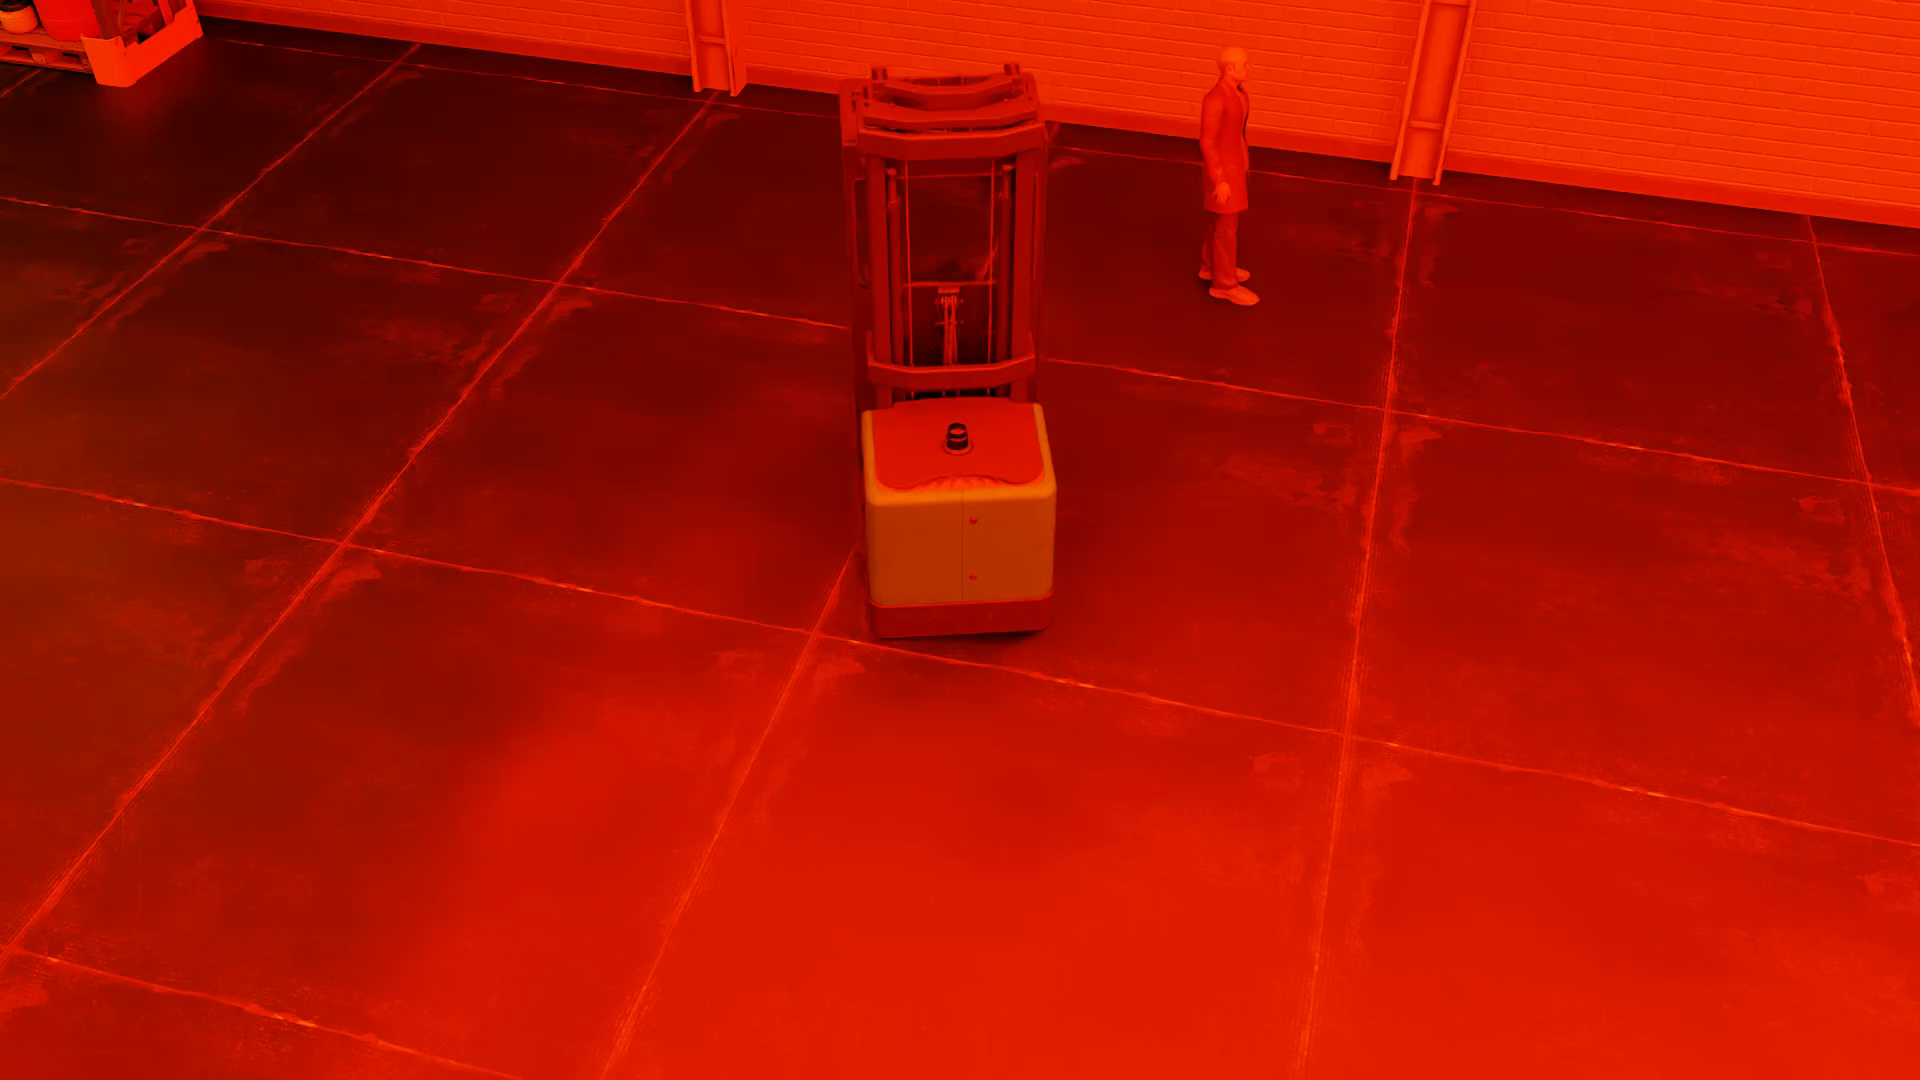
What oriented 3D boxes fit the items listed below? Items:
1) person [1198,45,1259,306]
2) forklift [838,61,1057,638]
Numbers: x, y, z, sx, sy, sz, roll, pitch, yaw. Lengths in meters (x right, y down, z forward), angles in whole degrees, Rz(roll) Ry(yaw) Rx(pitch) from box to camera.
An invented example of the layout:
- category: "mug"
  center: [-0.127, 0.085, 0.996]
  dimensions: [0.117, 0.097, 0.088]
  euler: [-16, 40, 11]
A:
- category: "person"
  center: [1.965, -2.578, 11.671]
  dimensions: [0.580, 1.781, 0.709]
  euler: [13, 43, 15]
- category: "forklift"
  center: [-0.100, -1.512, 9.587]
  dimensions: [1.130, 2.935, 3.031]
  euler: [-3, 41, -3]
